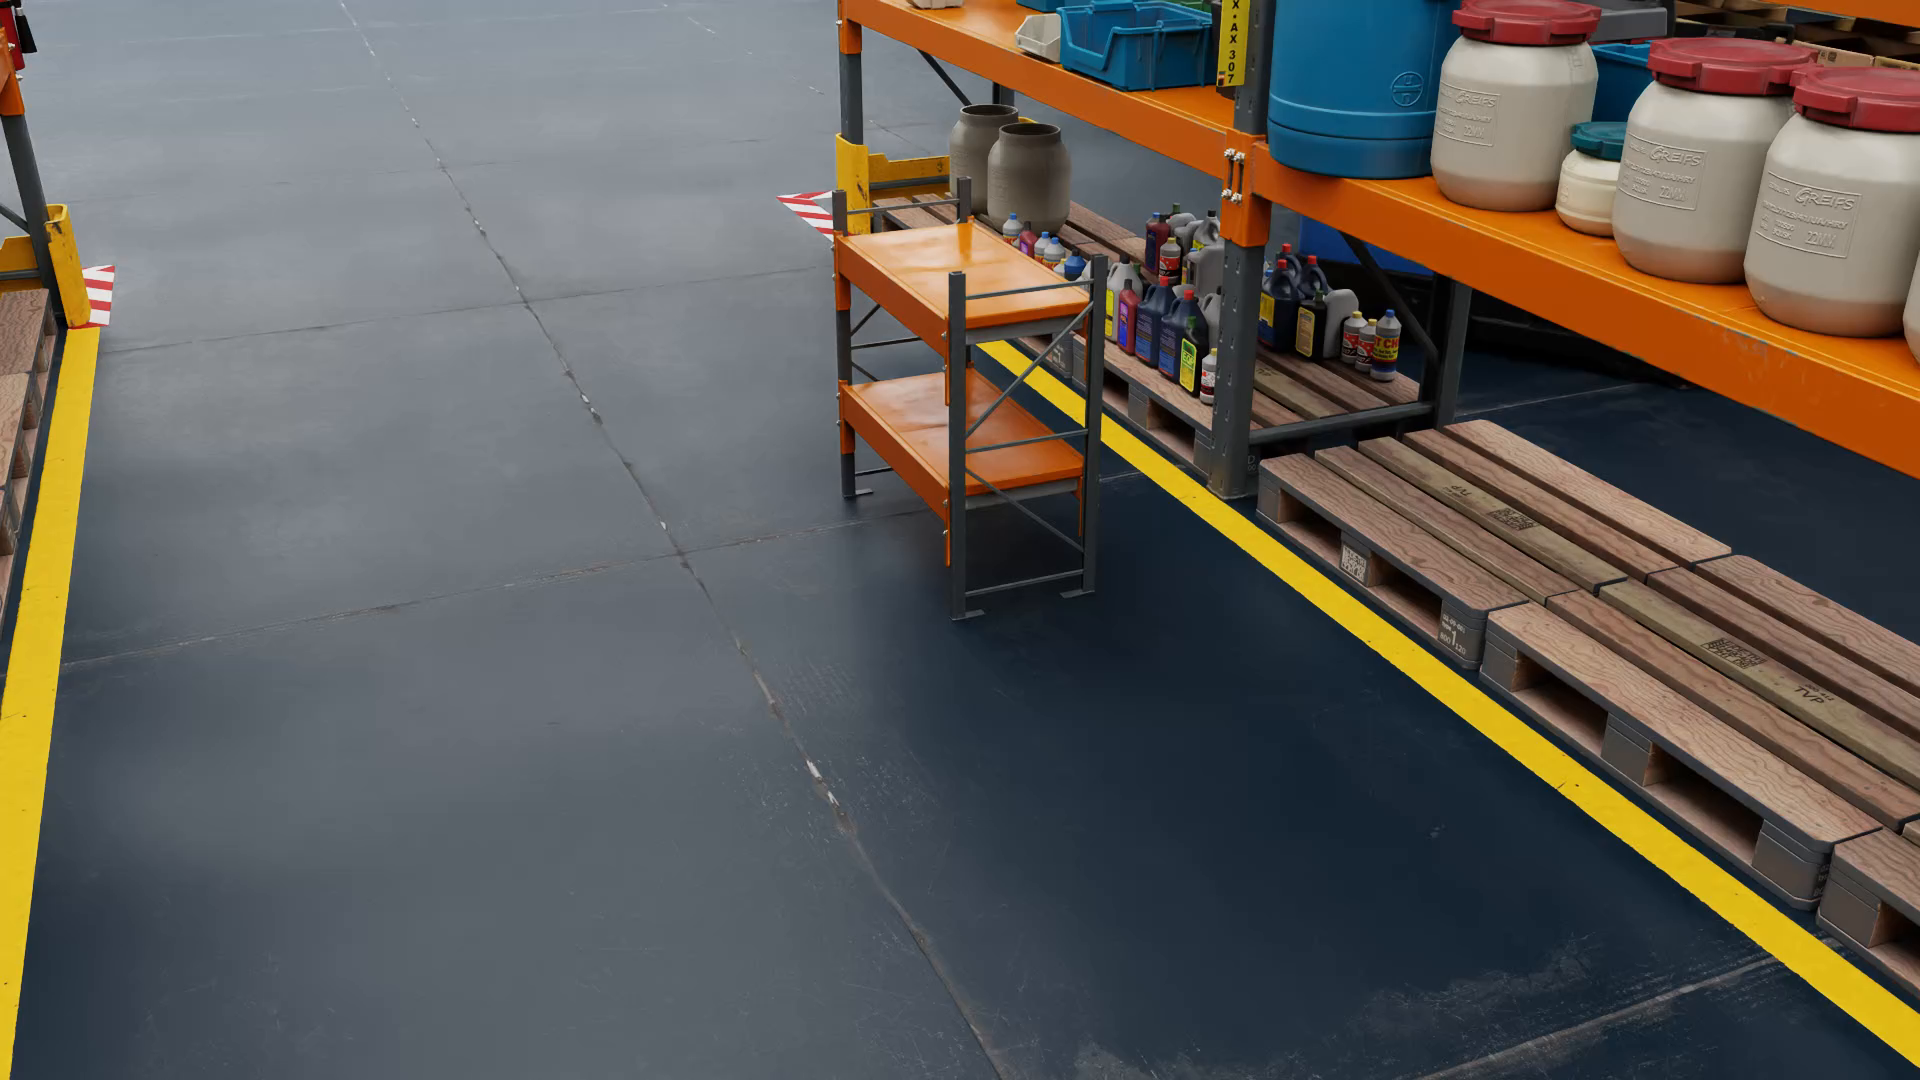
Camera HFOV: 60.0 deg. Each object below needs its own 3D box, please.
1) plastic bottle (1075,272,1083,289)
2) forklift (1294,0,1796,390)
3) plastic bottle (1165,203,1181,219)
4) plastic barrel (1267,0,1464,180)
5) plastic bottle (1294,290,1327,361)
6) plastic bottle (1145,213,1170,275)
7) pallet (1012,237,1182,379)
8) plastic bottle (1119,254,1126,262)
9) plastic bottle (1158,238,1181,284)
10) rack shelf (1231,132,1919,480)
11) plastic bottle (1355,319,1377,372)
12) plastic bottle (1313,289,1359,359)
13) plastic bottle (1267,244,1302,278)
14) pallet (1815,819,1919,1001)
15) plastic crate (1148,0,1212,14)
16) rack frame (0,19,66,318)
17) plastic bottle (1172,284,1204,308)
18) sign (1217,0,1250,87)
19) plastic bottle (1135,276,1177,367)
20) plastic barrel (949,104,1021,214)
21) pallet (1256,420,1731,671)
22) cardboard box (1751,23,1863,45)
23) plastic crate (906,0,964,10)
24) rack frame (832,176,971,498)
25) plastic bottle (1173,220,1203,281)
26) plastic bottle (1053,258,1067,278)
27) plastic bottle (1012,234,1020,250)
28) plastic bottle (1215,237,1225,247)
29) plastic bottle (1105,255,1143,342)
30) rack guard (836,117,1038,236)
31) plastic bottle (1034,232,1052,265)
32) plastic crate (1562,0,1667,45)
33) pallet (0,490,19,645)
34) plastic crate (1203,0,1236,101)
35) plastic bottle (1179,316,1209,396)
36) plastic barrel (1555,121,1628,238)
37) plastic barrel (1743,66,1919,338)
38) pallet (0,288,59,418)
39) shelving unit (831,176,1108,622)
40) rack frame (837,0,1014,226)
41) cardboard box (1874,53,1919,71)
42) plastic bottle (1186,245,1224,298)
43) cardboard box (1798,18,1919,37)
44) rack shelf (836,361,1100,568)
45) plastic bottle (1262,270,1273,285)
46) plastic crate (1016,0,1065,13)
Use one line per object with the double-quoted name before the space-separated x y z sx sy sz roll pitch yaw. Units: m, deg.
"plastic bottle" 0.541 -1.061 7.192 0.097 0.201 0.097 0 26 0
"forklift" 3.099 -2.222 6.960 3.031 2.935 1.130 15 30 28
"plastic bottle" 1.010 -1.475 7.946 0.061 0.283 0.133 -10 28 -19
"plastic barrel" 1.264 -1.610 5.058 0.600 0.901 0.708 -11 28 -21
"plastic bottle" 1.421 -0.881 6.731 0.061 0.283 0.133 -11 28 -21
"plastic bottle" 0.924 -1.394 7.780 0.061 0.283 0.133 -11 28 -21
"pallet" 0.686 -1.111 7.786 1.003 0.211 1.213 -11 28 -21
"plastic bottle" 0.710 -1.073 7.124 0.061 0.283 0.133 -11 28 -21
"plastic bottle" 0.968 -1.290 7.662 0.097 0.201 0.097 0 26 0
"rack shelf" 2.175 -0.462 4.098 1.077 0.370 4.000 -11 28 -21
"plastic bottle" 1.631 -0.778 6.613 0.097 0.201 0.097 0 26 0
"plastic bottle" 1.519 -0.896 6.770 0.152 0.276 0.135 -10 28 -19
"plastic bottle" 1.384 -1.074 7.048 0.144 0.351 0.185 -12 28 -23
"pallet" 2.691 0.956 3.552 1.003 0.211 1.213 -11 28 -21
"plastic crate" 1.120 -2.094 6.862 0.450 0.188 0.662 -11 28 -21
"rack frame" -4.732 -2.357 7.158 1.000 3.000 0.127 -11 28 -21
"plastic bottle" 0.926 -0.890 6.757 0.152 0.276 0.135 -11 28 -21
"sign" 0.881 -1.627 5.348 0.100 0.325 0.005 -11 28 -21
"plastic bottle" 0.799 -0.888 6.668 0.144 0.351 0.185 -12 29 -23
"plastic barrel" 0.153 -2.026 8.837 0.421 0.512 0.421 0 26 0
"pallet" 1.735 -0.029 5.570 1.003 0.211 1.213 -11 28 -21
"cardboard box" 4.795 -2.692 9.644 0.500 0.500 0.500 -11 28 -21
"plastic crate" -0.120 -2.673 8.106 0.298 0.136 0.250 -11 28 -21
"rack frame" -0.196 -0.708 5.918 0.500 1.125 0.032 -11 28 -21
"plastic bottle" 1.076 -1.353 7.705 0.152 0.276 0.135 -11 28 -22
"plastic bottle" 0.461 -1.144 7.362 0.097 0.201 0.097 0 26 0
"plastic bottle" 0.289 -1.321 7.724 0.097 0.201 0.097 0 26 0
"plastic bottle" 1.217 -1.245 7.399 0.144 0.351 0.185 -11 28 -21
"plastic bottle" 0.673 -1.019 6.935 0.144 0.351 0.185 -11 28 -21
"rack guard" -0.102 -2.062 9.403 1.175 0.500 0.348 -11 28 -21
"plastic bottle" 0.383 -1.256 7.511 0.097 0.271 0.097 0 26 0
"plastic crate" 1.863 -1.479 5.287 0.402 0.464 0.583 -11 28 -21
"pallet" -3.461 0.246 5.005 1.003 0.211 1.213 -11 28 -21
"plastic crate" 1.304 -1.798 6.085 0.767 0.338 0.504 -11 28 -21
"plastic bottle" 0.900 -0.708 6.375 0.061 0.283 0.133 -9 27 -18
"plastic barrel" 1.769 -0.970 4.476 0.301 0.262 0.301 0 26 0
"plastic barrel" 2.021 -0.759 3.731 0.433 0.535 0.433 0 26 0
"pallet" -4.417 -0.739 7.023 1.003 0.211 1.213 -11 28 -21
"shelving unit" 0.003 -0.503 5.498 0.538 1.125 1.048 -11 28 -21
"rack frame" -0.175 -3.208 8.901 1.000 3.000 0.127 -11 28 -21
"cardboard box" 5.184 -2.287 8.816 0.500 0.500 0.500 -11 28 -21
"plastic bottle" 1.091 -1.176 7.343 0.152 0.276 0.135 -11 28 -21
"cardboard box" 5.273 -2.781 9.827 0.500 0.500 0.500 -11 28 -21
"rack shelf" 0.003 -0.283 5.605 0.538 0.278 1.000 -11 28 -21
"plastic bottle" 1.290 -1.000 6.987 0.097 0.271 0.097 0 26 0
"plastic crate" 0.546 -2.727 8.086 0.499 0.251 0.408 -11 28 -21
